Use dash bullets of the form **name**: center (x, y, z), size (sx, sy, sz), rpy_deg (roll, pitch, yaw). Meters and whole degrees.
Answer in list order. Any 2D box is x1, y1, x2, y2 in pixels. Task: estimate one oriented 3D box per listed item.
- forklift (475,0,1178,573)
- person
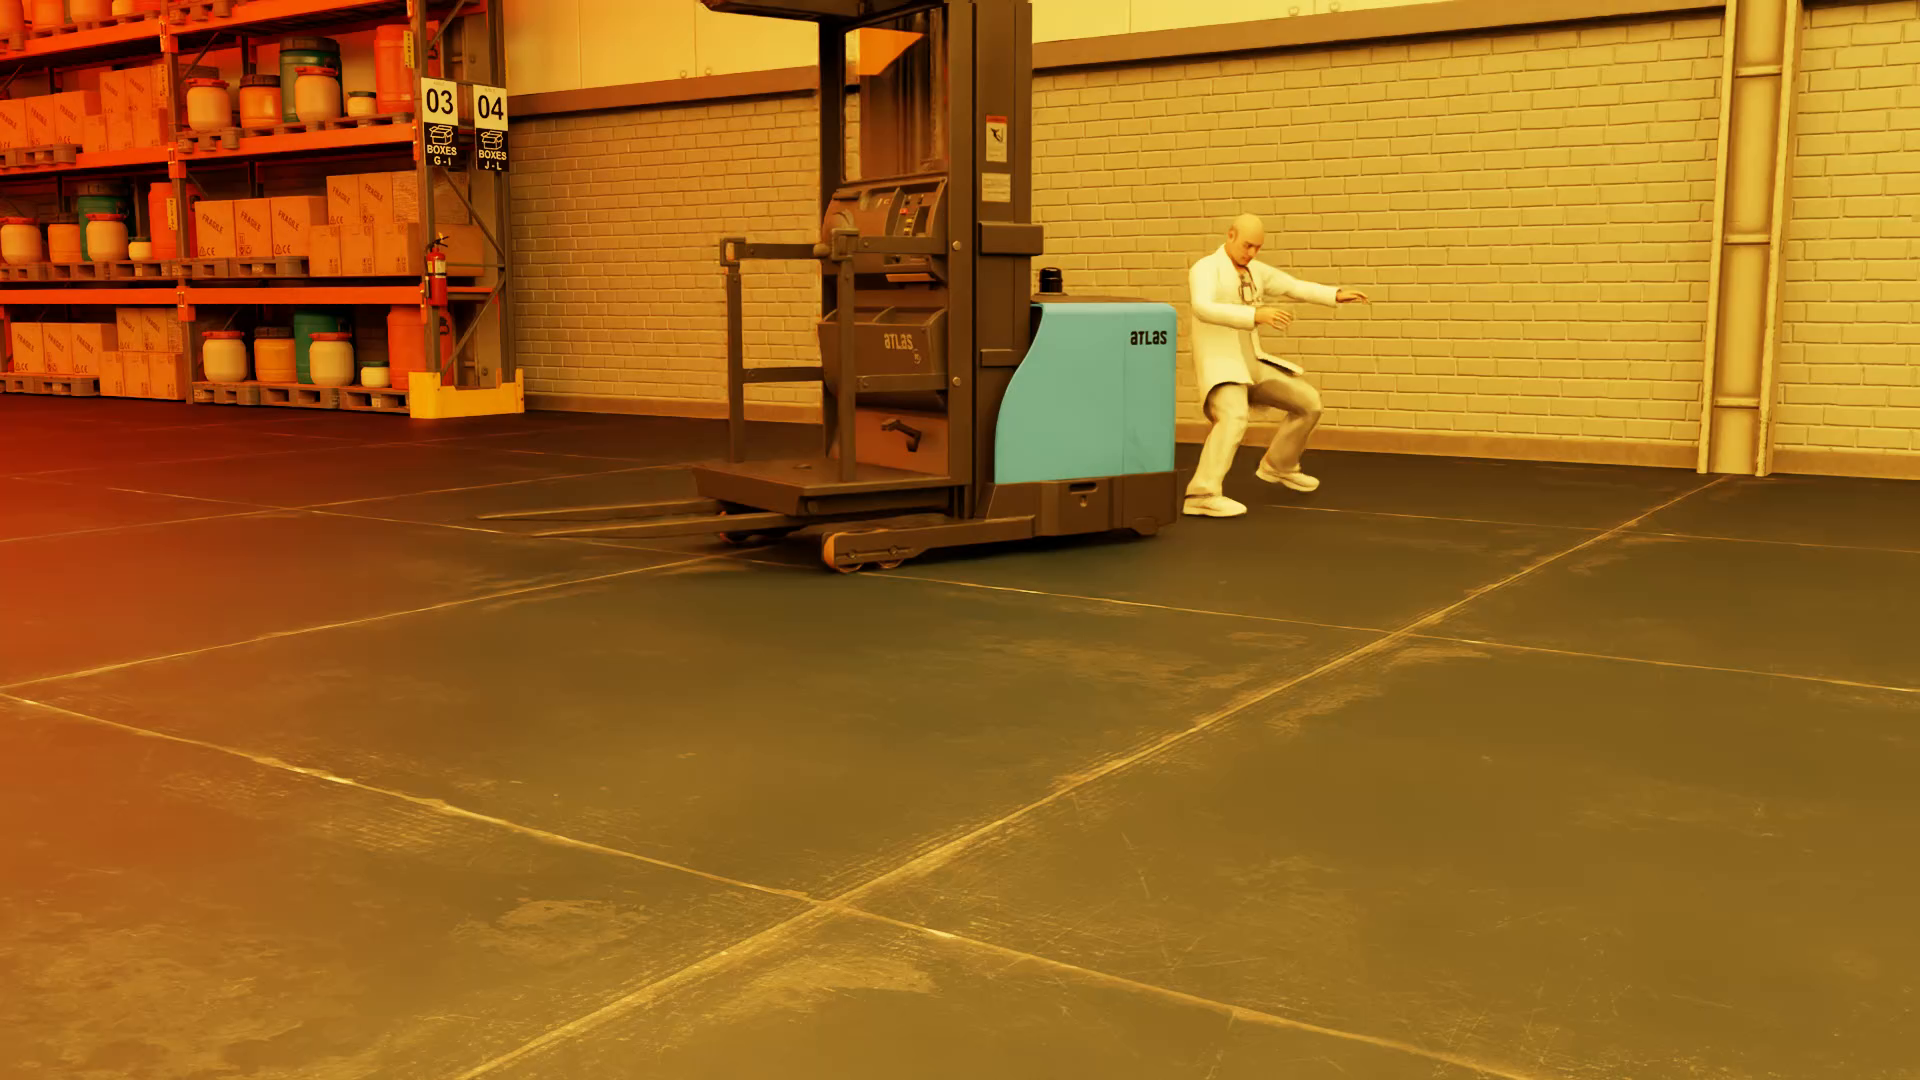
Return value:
- **forklift**: center (-0.507, -1.403, 7.061), size (3.031, 2.935, 1.130), rpy_deg (-5, 10, -33)
- **person**: center (1.615, -0.946, 8.811), size (1.272, 1.528, 0.730), rpy_deg (-7, 10, -39)
